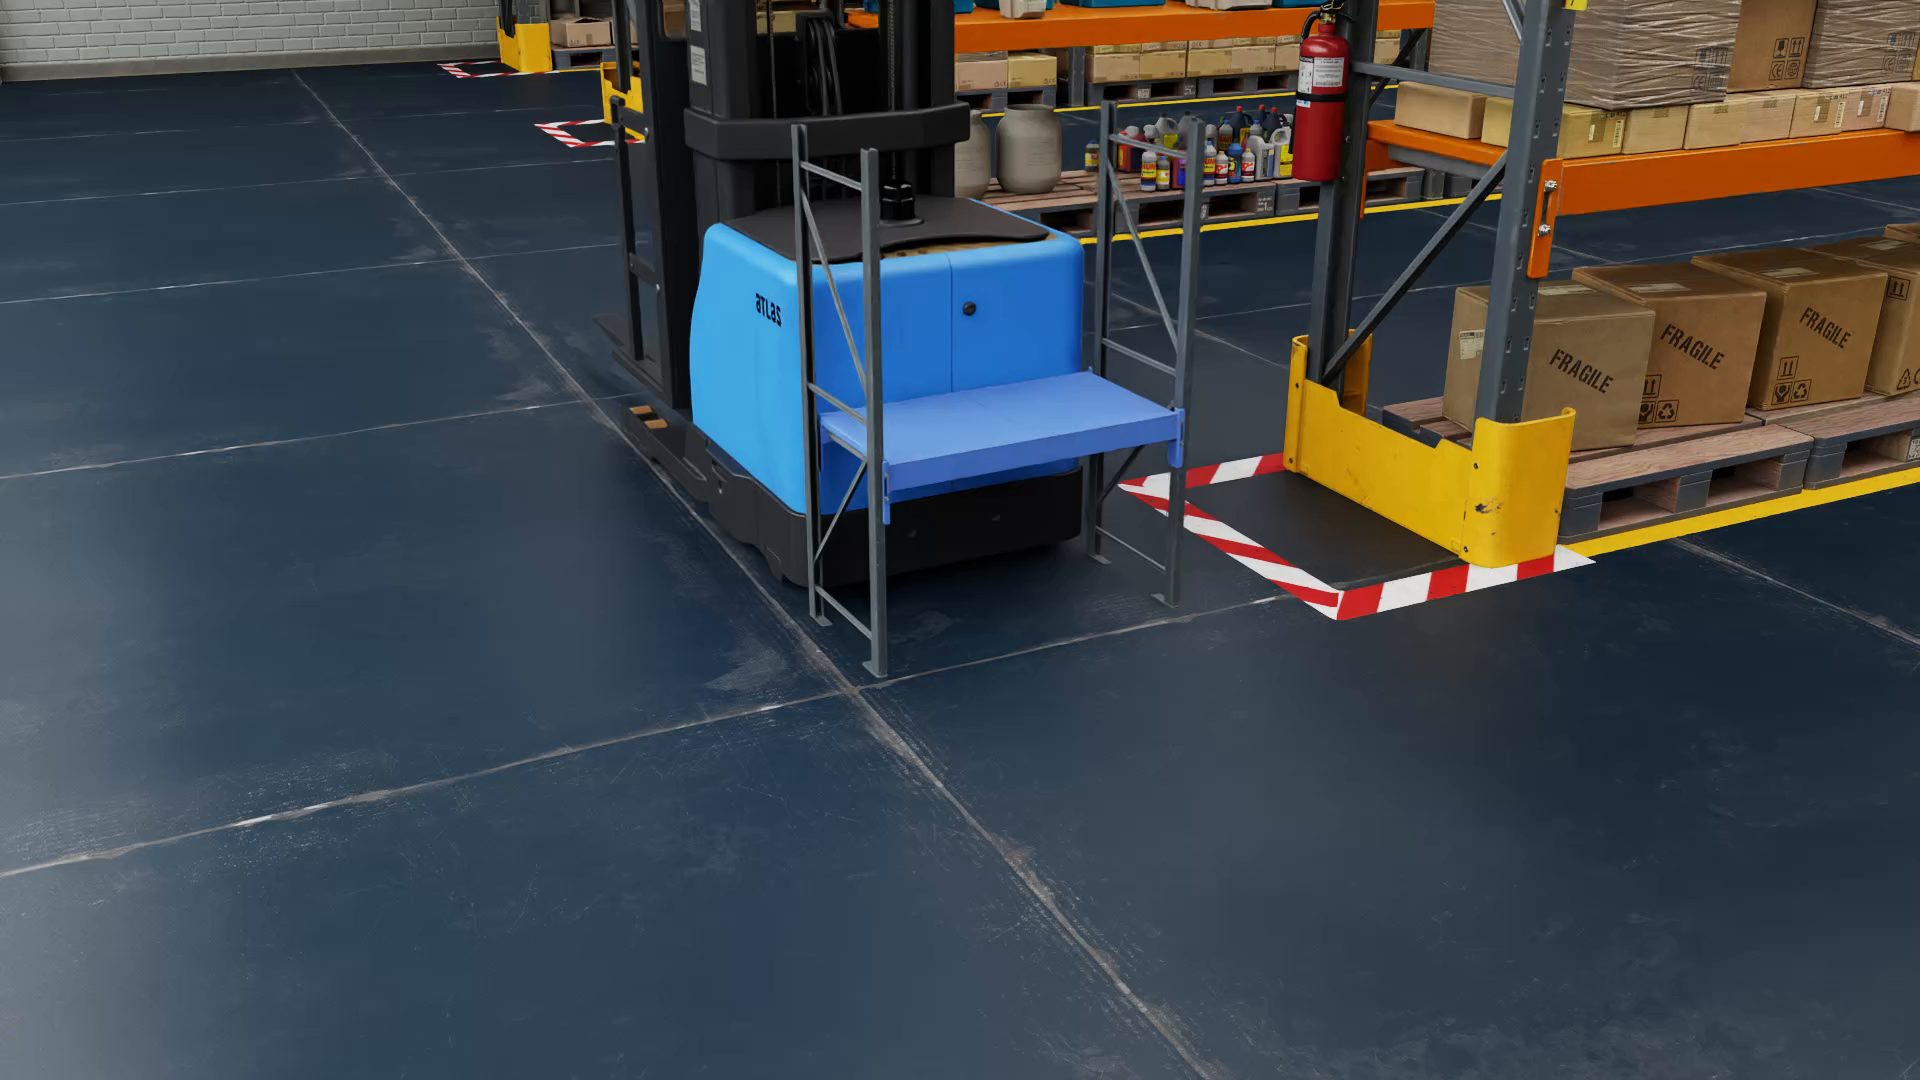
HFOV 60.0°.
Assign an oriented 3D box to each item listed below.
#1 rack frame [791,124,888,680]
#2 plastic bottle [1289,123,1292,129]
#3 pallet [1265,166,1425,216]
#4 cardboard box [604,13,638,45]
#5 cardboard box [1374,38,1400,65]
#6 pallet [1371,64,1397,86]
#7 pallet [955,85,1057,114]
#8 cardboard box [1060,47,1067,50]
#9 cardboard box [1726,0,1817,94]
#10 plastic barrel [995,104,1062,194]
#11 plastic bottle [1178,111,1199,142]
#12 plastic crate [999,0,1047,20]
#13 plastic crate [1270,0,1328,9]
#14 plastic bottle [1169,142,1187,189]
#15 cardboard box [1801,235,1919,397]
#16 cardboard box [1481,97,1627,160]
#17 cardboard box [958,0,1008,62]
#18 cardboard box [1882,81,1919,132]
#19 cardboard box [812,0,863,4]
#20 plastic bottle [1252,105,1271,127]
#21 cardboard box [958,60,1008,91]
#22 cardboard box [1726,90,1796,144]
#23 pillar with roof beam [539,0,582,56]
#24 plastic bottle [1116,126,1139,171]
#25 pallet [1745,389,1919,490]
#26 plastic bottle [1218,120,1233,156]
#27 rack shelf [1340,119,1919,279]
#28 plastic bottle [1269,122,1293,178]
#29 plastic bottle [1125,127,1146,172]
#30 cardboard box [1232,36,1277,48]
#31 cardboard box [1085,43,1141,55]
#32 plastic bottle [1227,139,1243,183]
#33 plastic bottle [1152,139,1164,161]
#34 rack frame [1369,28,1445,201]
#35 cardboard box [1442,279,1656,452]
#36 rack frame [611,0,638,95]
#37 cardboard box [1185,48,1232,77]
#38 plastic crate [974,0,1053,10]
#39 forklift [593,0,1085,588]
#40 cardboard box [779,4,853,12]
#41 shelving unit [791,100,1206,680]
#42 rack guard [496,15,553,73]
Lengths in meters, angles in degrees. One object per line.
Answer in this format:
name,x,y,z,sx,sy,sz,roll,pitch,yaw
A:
rack frame,-0.338,-0.377,4.700,0.032,1.500,0.500,-12,25,-26
plastic bottle,2.316,-2.818,11.613,0.133,0.283,0.061,-10,25,-24
pallet,2.403,-2.486,11.480,1.213,0.211,1.003,-10,25,-24
cardboard box,-3.699,-5.762,18.687,0.500,0.311,0.500,-8,24,-19
cardboard box,4.117,-4.995,16.941,0.500,0.250,0.500,-10,24,-22
pallet,3.727,-4.831,17.145,1.213,0.211,1.003,-10,25,-24
pallet,0.147,-4.173,15.556,1.213,0.211,1.003,-10,25,-24
cardboard box,1.122,-4.928,16.046,0.500,0.311,0.500,-10,25,-24
cardboard box,2.476,-1.891,5.876,0.500,0.500,0.875,-10,25,-24
plastic barrel,0.433,-2.471,10.502,0.421,0.512,0.421,0,22,0
plastic bottle,1.566,-2.758,11.380,0.185,0.351,0.144,-11,25,-24
plastic crate,0.368,-3.124,9.719,0.250,0.136,0.298,-10,25,-24
plastic crate,2.147,-3.526,10.540,0.616,0.251,0.499,-10,25,-24
plastic bottle,1.403,-2.381,10.556,0.133,0.283,0.061,-10,25,-23
cardboard box,3.758,-0.924,6.778,0.500,0.500,0.500,-13,26,-28
cardboard box,1.930,-1.350,5.418,0.250,0.149,0.380,-10,25,-24
cardboard box,0.103,-4.618,15.050,0.500,0.500,0.500,-10,25,-24
cardboard box,3.324,-1.566,5.939,0.250,0.149,0.380,-10,25,-24
cardboard box,-1.023,-4.631,15.081,0.500,0.500,0.500,-10,25,-24
plastic bottle,2.119,-2.860,11.626,0.185,0.351,0.144,-10,24,-22
cardboard box,0.103,-4.271,15.192,0.500,0.250,0.500,-10,25,-24
cardboard box,2.612,-1.470,5.708,0.250,0.149,0.380,-10,25,-24
pillar with roof beam,-2.752,-8.325,14.096,0.400,9.000,9.100,-10,25,-24
plastic bottle,1.126,-2.641,11.194,0.135,0.276,0.152,-10,25,-23
pallet,3.484,-0.549,6.800,1.213,0.211,1.003,-10,25,-24
plastic bottle,1.832,-2.755,11.475,0.097,0.271,0.097,0,22,0
rack shelf,3.372,-1.501,6.394,4.000,0.370,1.077,-10,25,-24
plastic bottle,2.107,-2.559,10.899,0.185,0.351,0.144,-11,25,-24
plastic bottle,1.172,-2.608,11.104,0.133,0.283,0.061,-10,25,-24
cardboard box,2.746,-5.000,16.220,0.500,0.311,0.500,-10,24,-22
cardboard box,1.362,-4.745,15.603,0.500,0.311,0.500,-10,25,-23
plastic bottle,1.772,-2.451,10.742,0.097,0.271,0.097,0,22,0
plastic bottle,1.322,-2.590,11.168,0.097,0.201,0.097,0,22,0
rack frame,3.026,-3.872,11.181,0.127,3.000,1.000,-10,25,-24
cardboard box,2.140,-0.638,6.089,0.500,0.500,0.500,-6,23,-14
rack frame,-2.723,-4.916,13.704,0.127,3.000,1.000,-10,25,-24
cardboard box,2.279,-4.656,16.121,0.500,0.250,0.500,-11,25,-25
plastic crate,0.331,-3.431,10.312,0.408,0.251,0.499,-10,25,-24
forklift,-0.705,-1.729,6.095,1.130,2.935,3.031,-11,25,-25
cardboard box,-1.249,-4.369,14.449,0.500,0.500,0.500,-10,25,-24
shelving unit,0.111,-0.469,4.921,1.048,1.500,0.538,-12,25,-26
rack guard,-4.806,-5.480,18.335,0.348,0.500,1.175,-10,25,-24
